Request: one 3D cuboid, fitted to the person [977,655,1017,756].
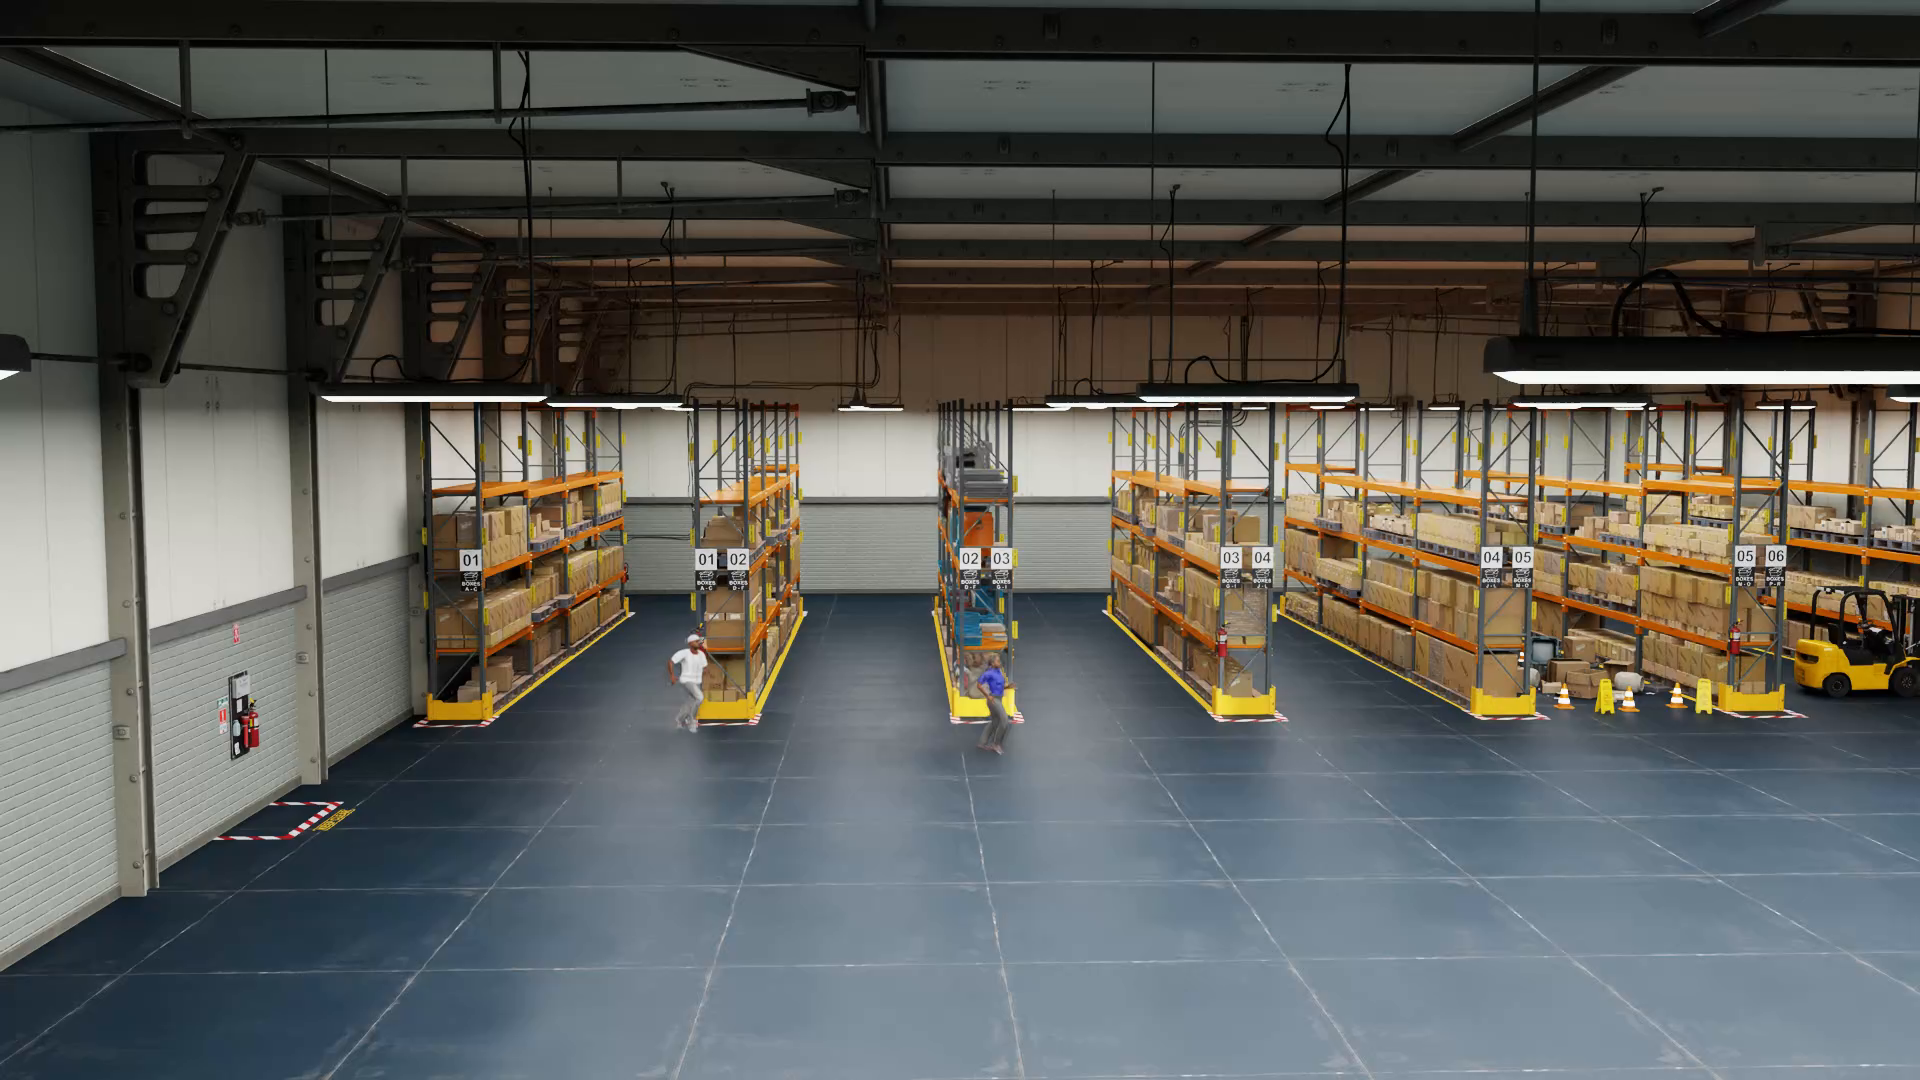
[{"bbox_3d":[0.616,2.782,27.984,0.673,1.703,0.553,1,5,17],"label":"person"}]

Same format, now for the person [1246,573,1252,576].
[{"bbox_3d":[8.098,1.457,45.637,0.740,1.664,0.969,0,4,2],"label":"person"}]

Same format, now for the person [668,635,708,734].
[{"bbox_3d":[-4.811,2.569,29.948,0.690,1.722,0.712,3,5,35],"label":"person"}]
